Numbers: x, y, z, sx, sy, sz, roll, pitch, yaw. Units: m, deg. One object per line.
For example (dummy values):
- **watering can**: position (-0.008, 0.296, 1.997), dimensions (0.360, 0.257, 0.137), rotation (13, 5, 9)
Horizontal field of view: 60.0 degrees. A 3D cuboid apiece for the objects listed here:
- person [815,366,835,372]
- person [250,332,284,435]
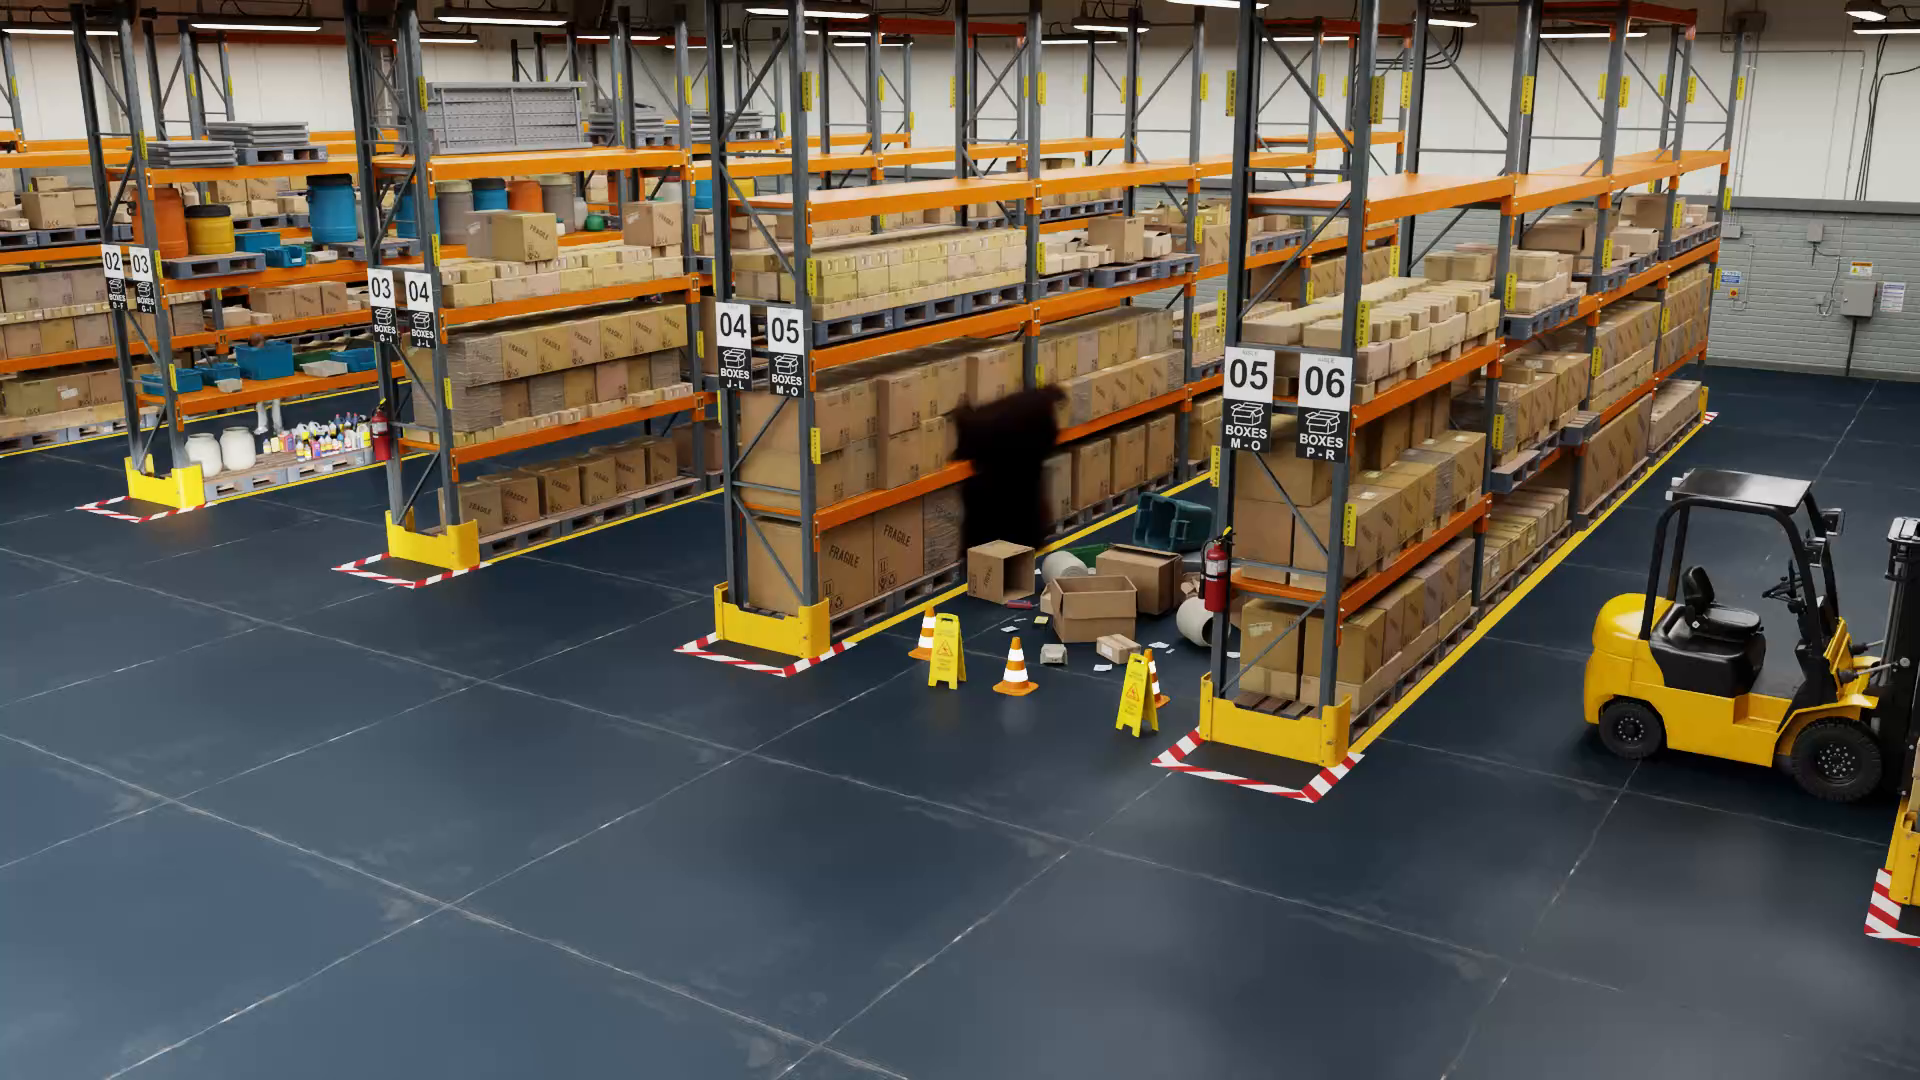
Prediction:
- **person**: position (-1.771, -1.677, 21.098), dimensions (0.424, 1.623, 0.975), rotation (11, 19, 34)
- **person**: position (-10.253, -2.295, 24.547), dimensions (0.515, 1.556, 0.769), rotation (-5, 16, -17)
